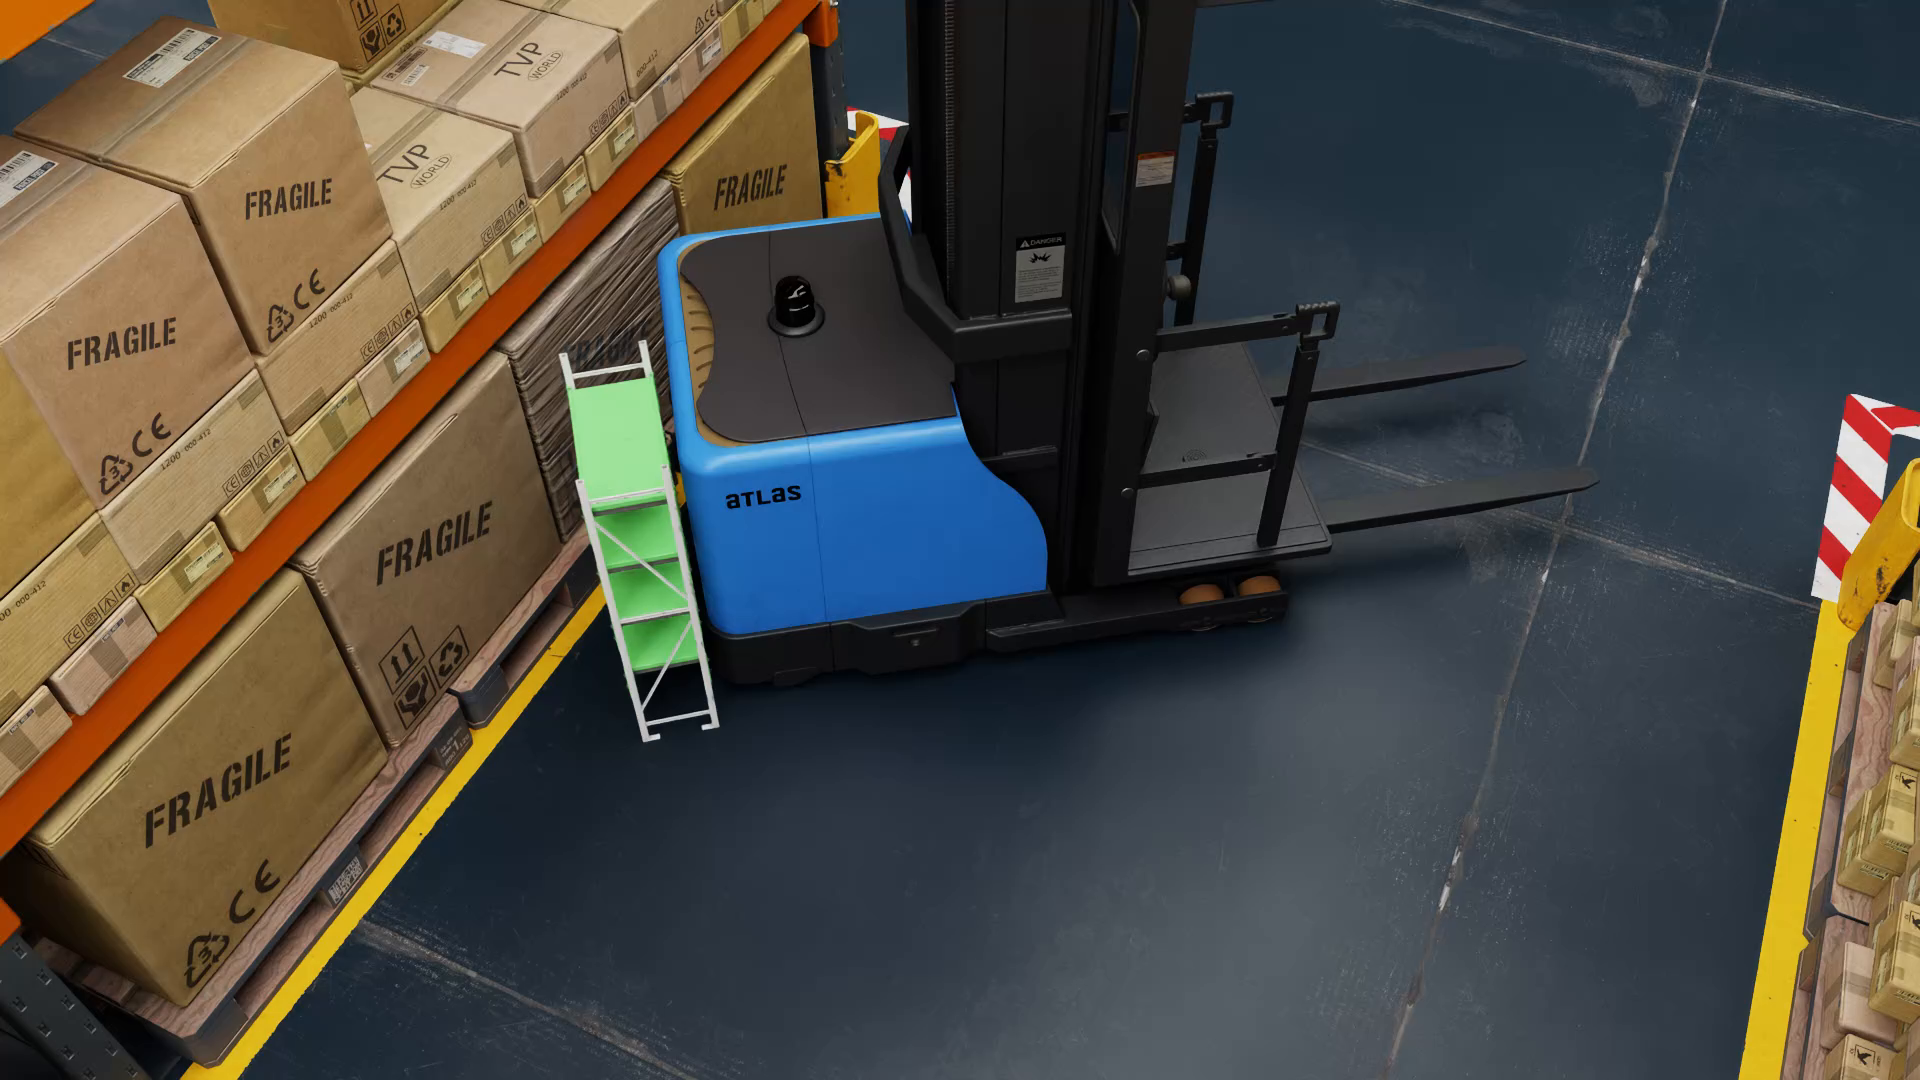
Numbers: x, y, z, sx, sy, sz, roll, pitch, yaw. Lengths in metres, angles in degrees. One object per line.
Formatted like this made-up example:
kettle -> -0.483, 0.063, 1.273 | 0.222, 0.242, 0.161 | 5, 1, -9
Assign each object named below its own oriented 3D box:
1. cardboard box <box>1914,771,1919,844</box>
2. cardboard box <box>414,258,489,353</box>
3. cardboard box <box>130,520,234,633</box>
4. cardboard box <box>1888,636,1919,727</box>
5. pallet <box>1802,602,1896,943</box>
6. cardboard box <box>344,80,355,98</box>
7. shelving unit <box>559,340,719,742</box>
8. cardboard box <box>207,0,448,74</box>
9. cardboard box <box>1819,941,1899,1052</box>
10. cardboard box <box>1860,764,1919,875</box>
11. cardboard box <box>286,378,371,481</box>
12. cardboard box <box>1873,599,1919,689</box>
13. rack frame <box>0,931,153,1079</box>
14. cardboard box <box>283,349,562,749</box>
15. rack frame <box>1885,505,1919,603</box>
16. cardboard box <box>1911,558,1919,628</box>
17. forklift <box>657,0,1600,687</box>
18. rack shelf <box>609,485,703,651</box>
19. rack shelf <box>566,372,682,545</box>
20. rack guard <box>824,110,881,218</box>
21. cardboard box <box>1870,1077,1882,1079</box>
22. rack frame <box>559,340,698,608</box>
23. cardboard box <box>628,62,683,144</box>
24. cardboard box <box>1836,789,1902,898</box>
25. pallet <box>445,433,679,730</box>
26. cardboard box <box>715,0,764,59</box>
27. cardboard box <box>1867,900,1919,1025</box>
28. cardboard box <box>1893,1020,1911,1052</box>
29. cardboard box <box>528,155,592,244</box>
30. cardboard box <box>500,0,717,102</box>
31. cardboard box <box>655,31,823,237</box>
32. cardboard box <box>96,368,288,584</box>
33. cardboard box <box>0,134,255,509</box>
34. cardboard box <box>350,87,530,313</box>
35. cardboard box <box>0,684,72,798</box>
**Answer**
cardboard box -> 2.739, 0.733, 4.363 | 0.380, 0.149, 0.250 | 17, 52, 14
cardboard box -> -1.525, -0.688, 4.531 | 0.380, 0.149, 0.250 | 18, 52, 15
cardboard box -> -1.965, 0.023, 3.926 | 0.380, 0.149, 0.250 | 21, 53, 17
cardboard box -> 2.910, 0.468, 4.783 | 0.380, 0.149, 0.250 | 20, 52, 16
pallet -> 3.122, 0.833, 4.903 | 1.003, 0.211, 1.213 | 20, 52, 16
cardboard box -> -2.009, -1.094, 4.614 | 0.500, 0.250, 0.500 | 19, 52, 15
shelving unit -> -0.935, 0.038, 4.930 | 0.258, 1.200, 0.503 | -11, 50, -9
cardboard box -> -1.786, -1.700, 4.637 | 0.500, 0.500, 0.500 | 19, 52, 15
cardboard box -> 2.467, 1.244, 4.318 | 0.380, 0.149, 0.250 | 17, 52, 14
cardboard box -> 2.678, 0.806, 4.495 | 0.380, 0.149, 0.250 | 21, 53, 17
cardboard box -> -1.745, -0.335, 4.230 | 0.380, 0.149, 0.250 | 19, 52, 16
cardboard box -> 3.021, 0.373, 5.059 | 0.380, 0.149, 0.250 | 21, 53, 17
rack frame -> -2.613, 0.401, 3.439 | 0.949, 2.616, 0.053 | 20, 52, 16
cardboard box -> -1.877, -0.096, 4.981 | 0.875, 0.875, 0.875 | 20, 52, 16
rack frame -> 3.534, -0.671, 4.352 | 1.000, 3.000, 0.127 | 20, 52, 16
cardboard box -> 3.003, 0.174, 4.838 | 0.380, 0.149, 0.250 | 18, 52, 14
forklift -> 0.619, -1.039, 4.710 | 3.031, 2.935, 1.130 | -8, 50, -7
rack shelf -> -0.935, 0.079, 4.979 | 0.258, 0.148, 0.480 | -11, 50, -9
rack shelf -> -0.935, -0.232, 4.613 | 0.258, 0.148, 0.480 | -11, 50, -9
rack guard -> -0.897, -1.561, 6.750 | 1.175, 0.500, 0.348 | 20, 52, 16
cardboard box -> 2.233, 1.427, 3.772 | 0.380, 0.149, 0.250 | 18, 52, 15
rack frame -> -0.993, -0.143, 5.084 | 0.240, 1.200, 0.015 | -11, 50, -9
cardboard box -> -1.088, -1.396, 5.134 | 0.380, 0.149, 0.250 | 21, 53, 17
cardboard box -> 2.675, 0.894, 4.616 | 0.380, 0.149, 0.250 | 20, 53, 17
pallet -> -1.701, -0.038, 5.644 | 1.003, 0.211, 1.213 | 20, 52, 16
cardboard box -> -0.871, -1.741, 5.427 | 0.380, 0.149, 0.250 | 20, 53, 16
cardboard box -> 2.459, 1.087, 4.061 | 0.380, 0.149, 0.250 | 21, 53, 17
cardboard box -> 2.572, 1.220, 4.143 | 0.380, 0.149, 0.250 | 22, 53, 18
cardboard box -> -1.307, -1.038, 4.829 | 0.380, 0.149, 0.250 | 20, 52, 16
cardboard box -> -1.092, -1.633, 5.073 | 0.500, 0.250, 0.500 | 19, 52, 15
cardboard box -> -1.108, -1.335, 6.036 | 0.875, 0.875, 0.875 | 20, 52, 16
cardboard box -> -1.962, -0.227, 3.877 | 0.500, 0.250, 0.500 | 20, 52, 16
cardboard box -> -1.963, -0.474, 3.595 | 0.500, 0.500, 0.500 | 20, 52, 16
cardboard box -> -1.528, -0.923, 4.469 | 0.500, 0.250, 0.500 | 20, 52, 16
cardboard box -> -2.189, 0.386, 3.617 | 0.380, 0.149, 0.250 | 20, 52, 16
